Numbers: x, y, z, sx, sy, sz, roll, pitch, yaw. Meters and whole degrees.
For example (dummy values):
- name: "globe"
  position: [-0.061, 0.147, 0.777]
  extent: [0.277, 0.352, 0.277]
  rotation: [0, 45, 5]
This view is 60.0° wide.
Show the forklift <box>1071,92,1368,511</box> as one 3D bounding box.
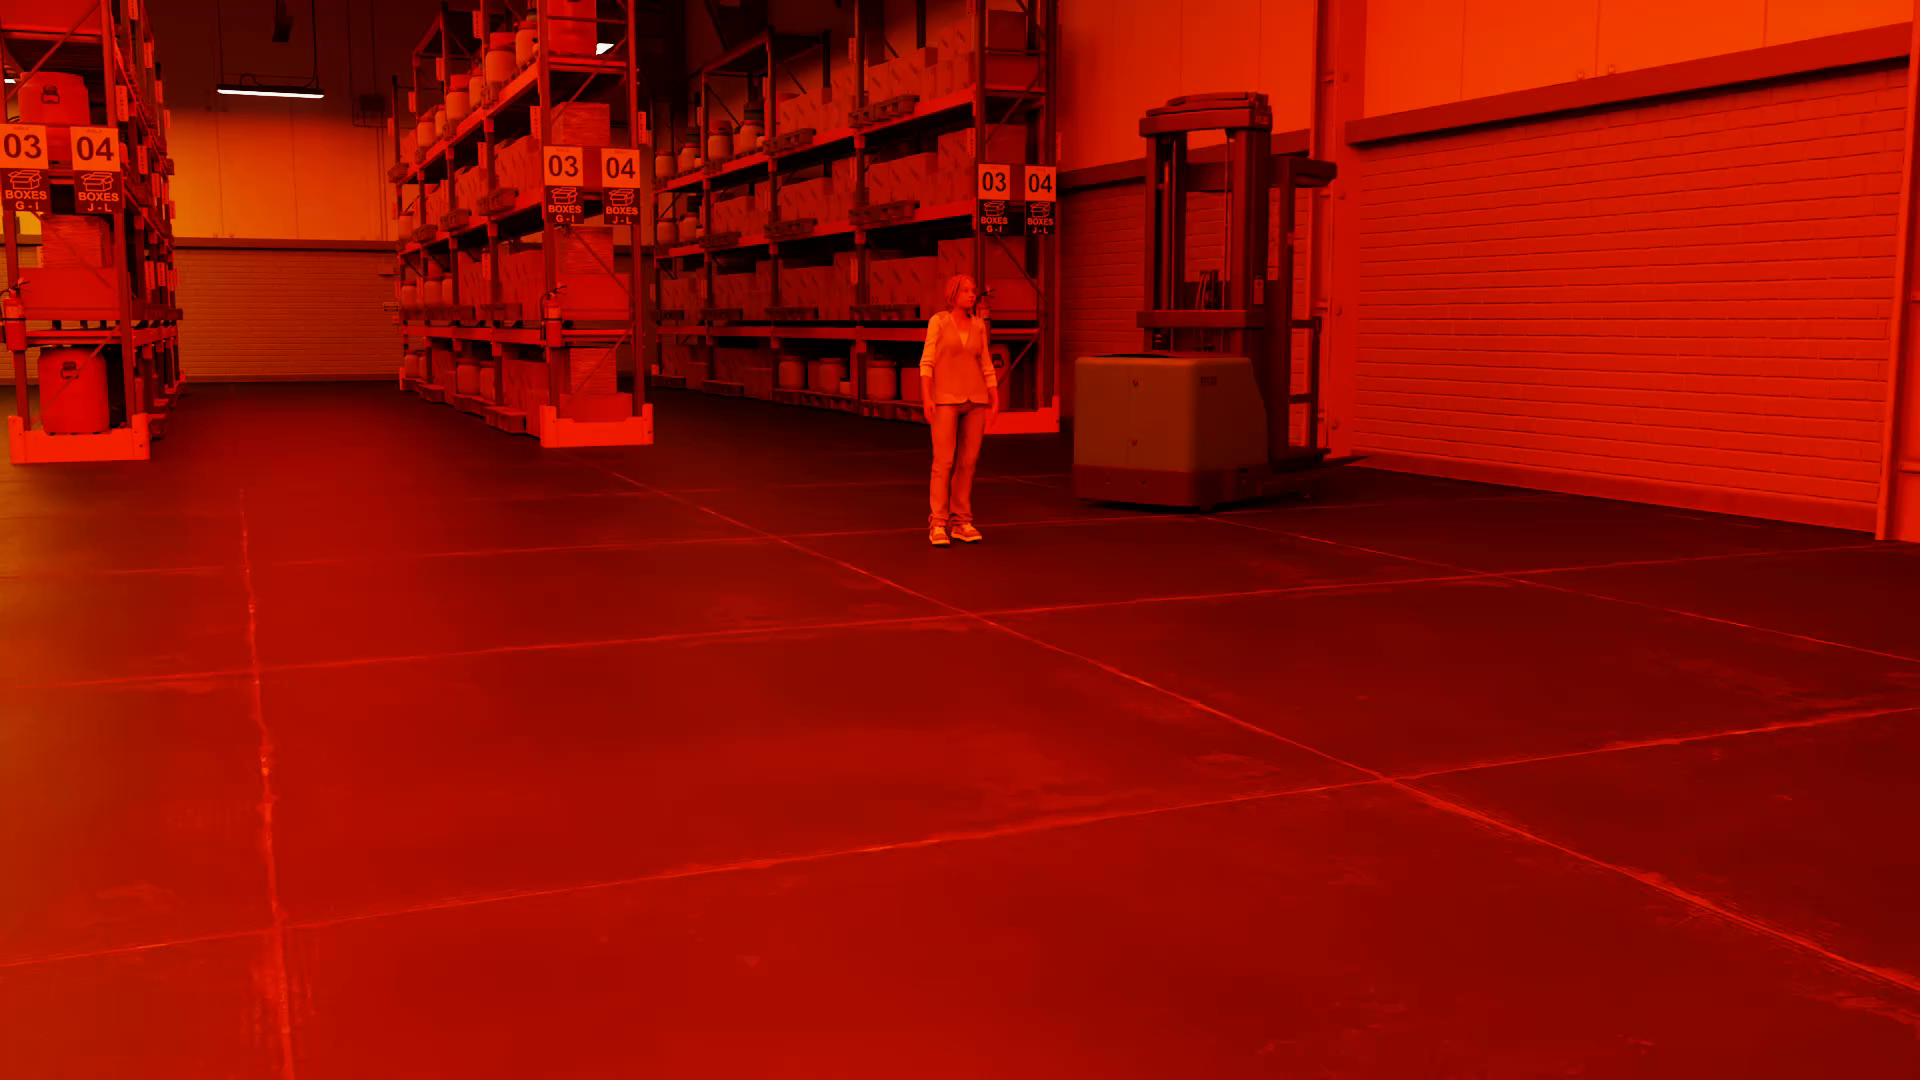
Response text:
- name: "forklift"
  position: [2.129, -1.797, 12.571]
  extent: [1.130, 2.935, 3.031]
  rotation: [6, 10, 39]

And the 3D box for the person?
- name: "person"
  position: [0.017, -0.789, 9.975]
  extent: [0.521, 1.599, 0.473]
  rotation: [-3, 8, -23]
